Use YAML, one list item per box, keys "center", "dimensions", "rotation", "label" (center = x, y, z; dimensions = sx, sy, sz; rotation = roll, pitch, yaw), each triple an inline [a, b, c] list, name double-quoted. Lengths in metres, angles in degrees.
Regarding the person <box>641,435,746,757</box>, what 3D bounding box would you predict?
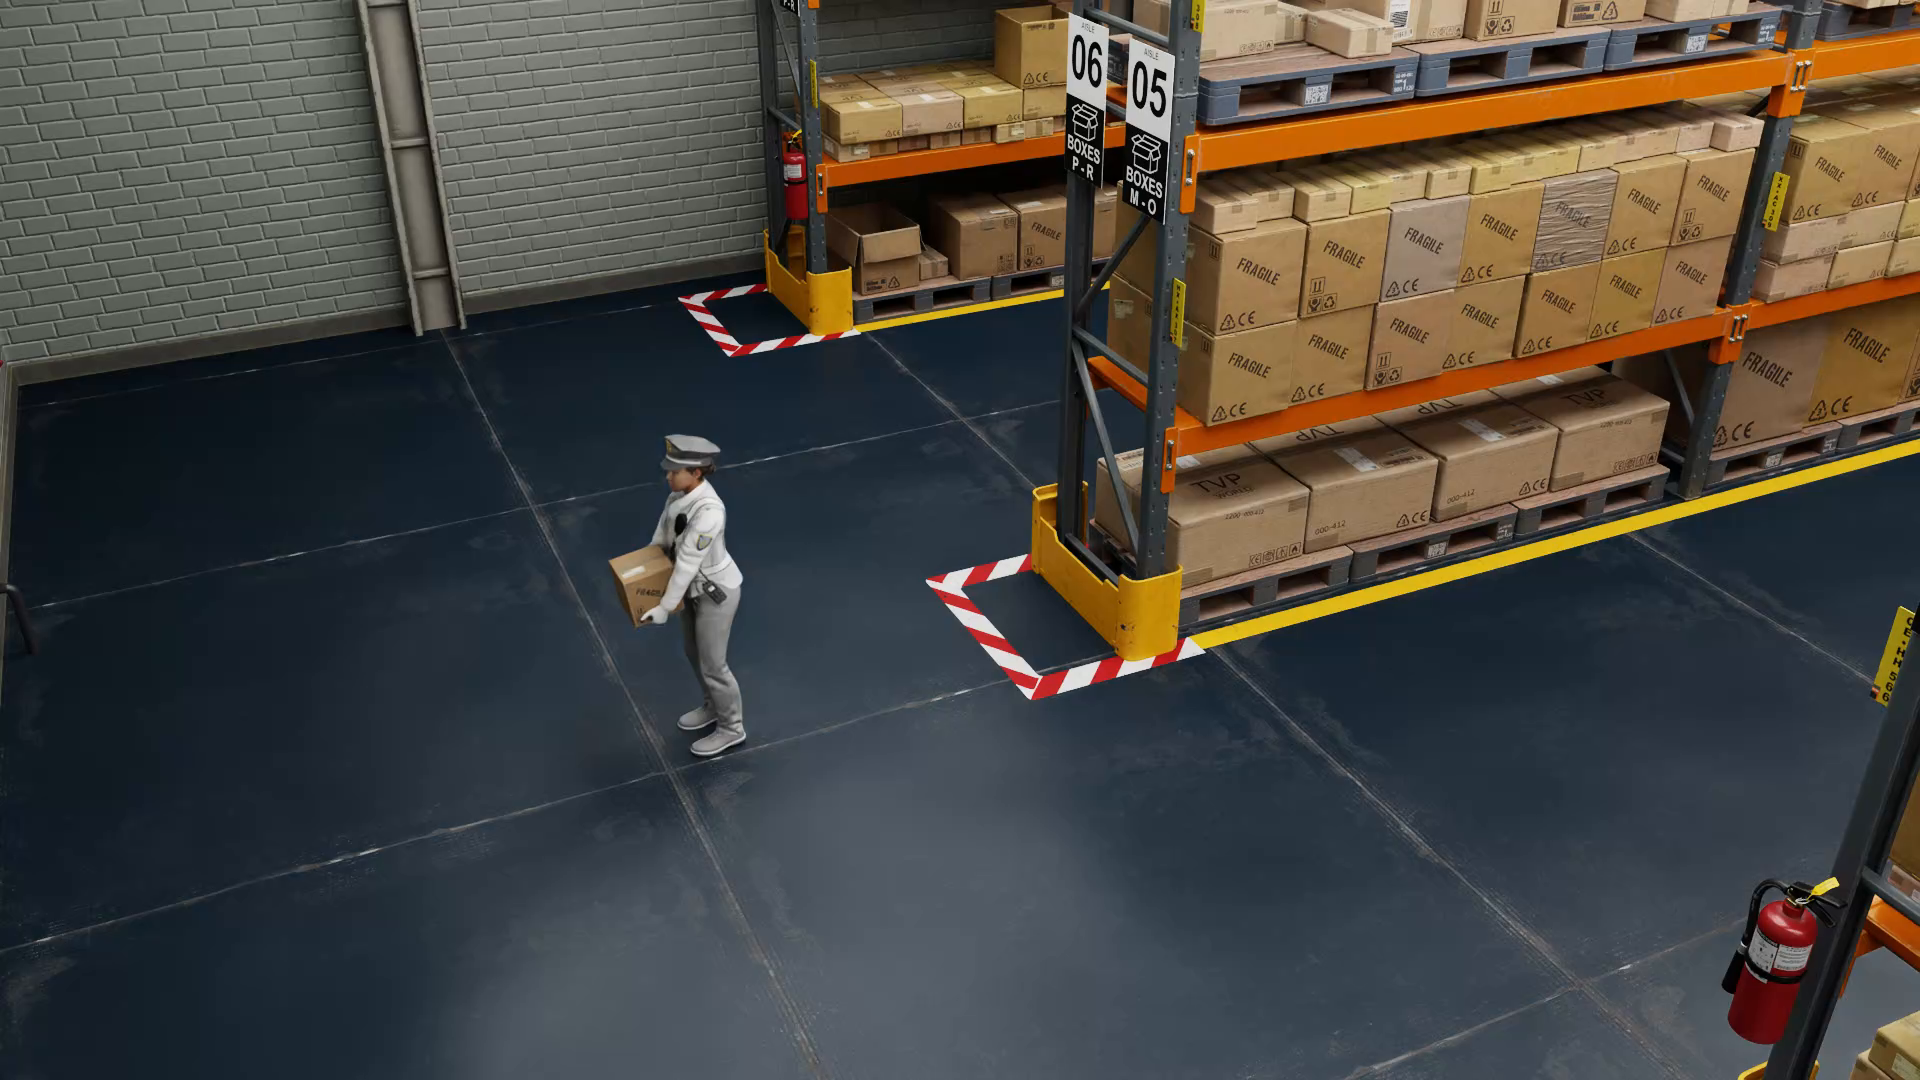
- center: [-1.306, 0.268, 7.961]
  dimensions: [0.530, 1.684, 0.416]
  rotation: [-14, 32, -23]
  label: "person"
